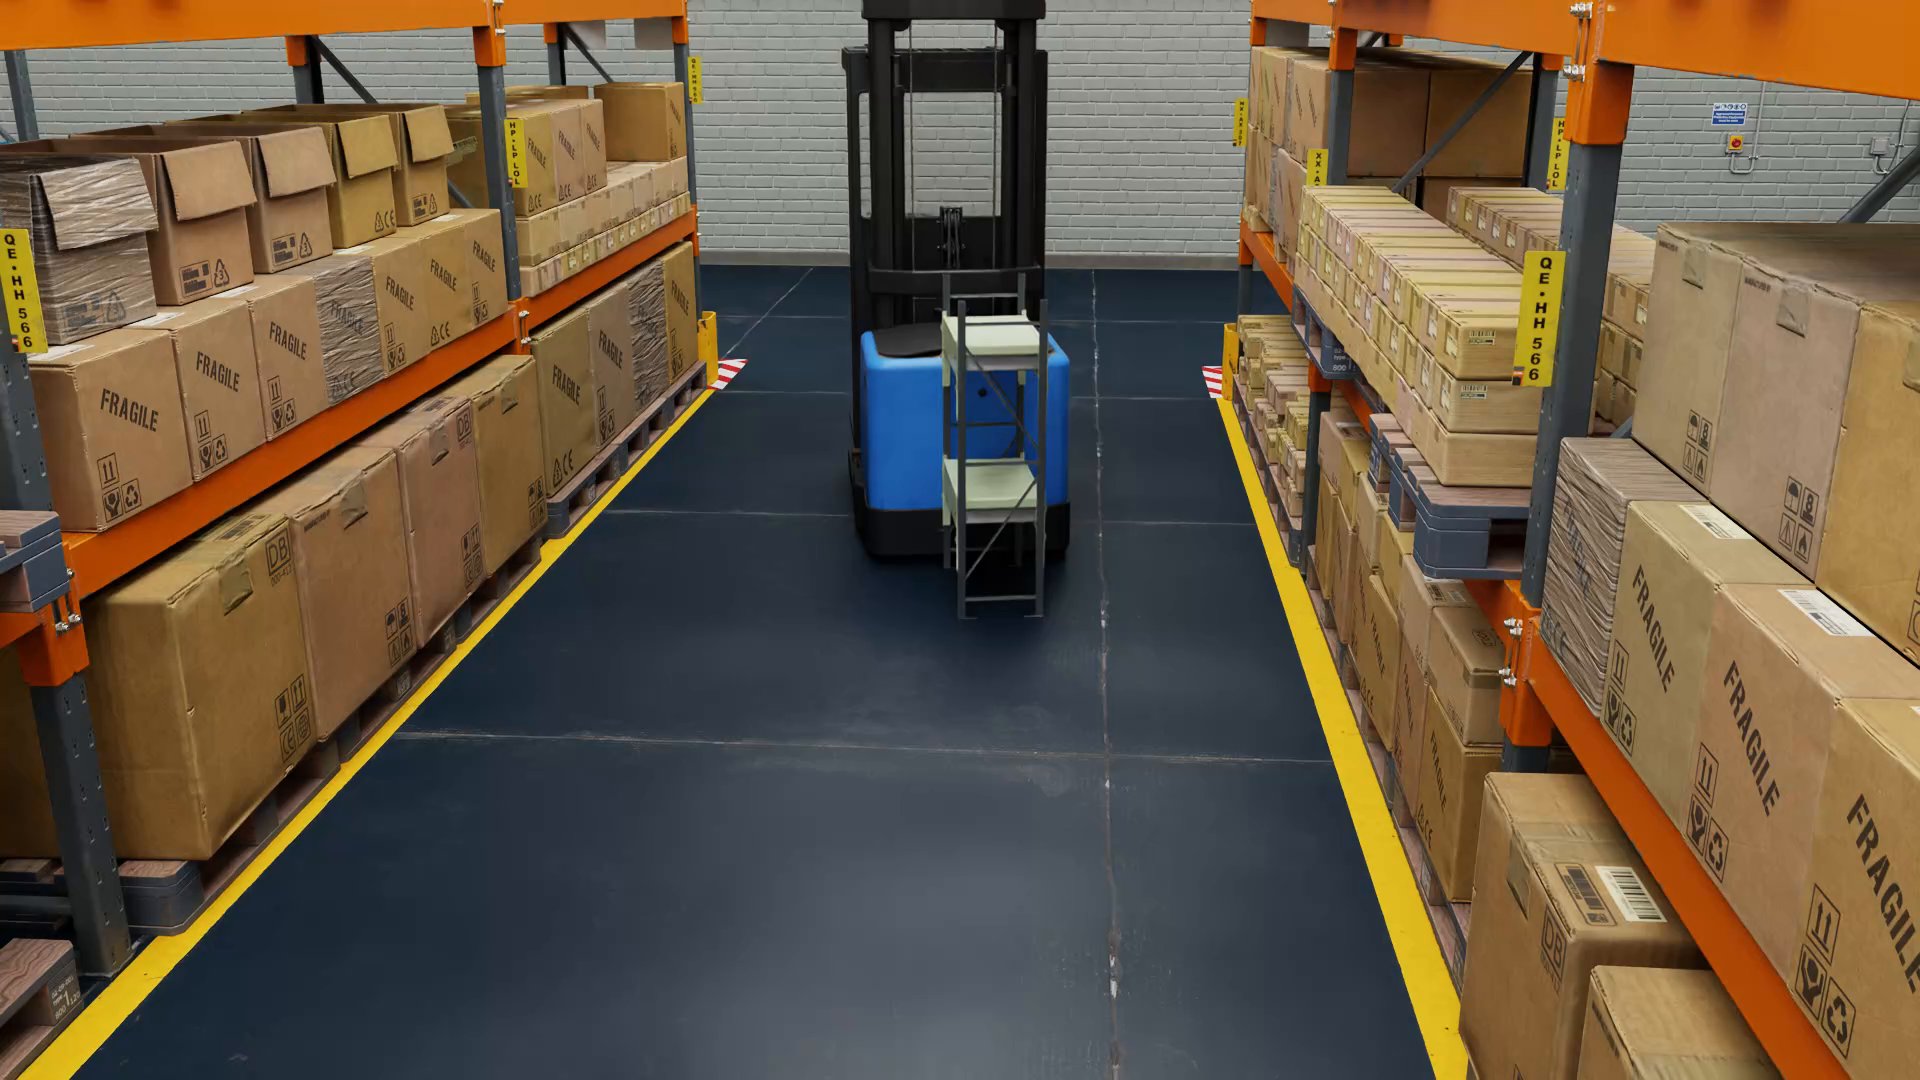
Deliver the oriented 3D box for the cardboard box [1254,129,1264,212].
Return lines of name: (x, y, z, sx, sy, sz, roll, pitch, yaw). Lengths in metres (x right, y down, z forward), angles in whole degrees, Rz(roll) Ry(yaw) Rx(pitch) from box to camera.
cardboard box: (2.184, -2.379, 10.729, 0.500, 0.500, 0.500, 1, 18, 4)

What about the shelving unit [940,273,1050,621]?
shelving unit: (0.153, -0.457, 7.908, 0.431, 1.500, 0.755, -2, 18, -5)

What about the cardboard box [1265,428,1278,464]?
cardboard box: (1.980, -0.544, 9.670, 0.380, 0.149, 0.250, 1, 18, 4)

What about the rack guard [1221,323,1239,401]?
rack guard: (2.499, -1.279, 12.024, 1.175, 0.500, 0.348, 1, 18, 4)

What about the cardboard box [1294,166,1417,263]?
cardboard box: (1.971, -1.594, 8.331, 0.500, 0.500, 0.500, 1, 18, 4)

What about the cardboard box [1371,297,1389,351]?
cardboard box: (1.585, -0.711, 5.526, 0.380, 0.149, 0.250, 1, 18, 4)

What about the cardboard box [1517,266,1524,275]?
cardboard box: (2.295, -0.932, 6.202, 0.380, 0.149, 0.250, 1, 18, 4)

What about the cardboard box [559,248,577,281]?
cardboard box: (-2.332, -1.519, 9.145, 0.380, 0.149, 0.250, 2, 18, 6)

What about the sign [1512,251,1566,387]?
sign: (1.389, -0.528, 3.984, 0.100, 0.325, 0.005, 1, 18, 4)

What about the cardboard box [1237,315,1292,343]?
cardboard box: (2.128, -1.463, 11.519, 0.380, 0.149, 0.250, 0, 18, 1)

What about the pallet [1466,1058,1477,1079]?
pallet: (1.799, 1.562, 3.816, 1.003, 0.211, 1.213, 1, 18, 4)

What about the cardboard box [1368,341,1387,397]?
cardboard box: (1.585, -0.568, 5.567, 0.380, 0.149, 0.250, 0, 18, 1)

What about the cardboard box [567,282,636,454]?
cardboard box: (-2.530, -1.063, 10.088, 0.875, 0.875, 0.875, 1, 18, 4)

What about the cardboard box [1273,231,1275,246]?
cardboard box: (2.133, -1.872, 10.223, 0.380, 0.149, 0.250, 1, 18, 3)

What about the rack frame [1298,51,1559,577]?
rack frame: (2.218, -1.248, 7.915, 1.000, 3.000, 0.127, 1, 18, 4)

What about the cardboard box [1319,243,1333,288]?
cardboard box: (1.678, -1.116, 6.764, 0.380, 0.149, 0.250, 1, 18, 2)

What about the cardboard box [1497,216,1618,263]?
cardboard box: (2.305, -1.161, 6.421, 0.380, 0.149, 0.250, 1, 18, 2)

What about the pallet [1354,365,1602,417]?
pallet: (2.032, -0.531, 6.033, 1.003, 0.211, 1.213, 1, 18, 4)

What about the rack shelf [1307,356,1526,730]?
rack shelf: (2.075, -0.285, 6.132, 1.077, 0.370, 4.000, 1, 18, 4)

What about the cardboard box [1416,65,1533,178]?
cardboard box: (2.493, -2.047, 8.109, 0.500, 0.500, 0.500, 2, 18, 5)

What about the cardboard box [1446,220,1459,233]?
cardboard box: (2.386, -1.342, 7.452, 0.380, 0.149, 0.250, 2, 18, 6)

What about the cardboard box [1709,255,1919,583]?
cardboard box: (1.854, -0.232, 3.048, 0.700, 0.500, 0.500, 1, 18, 3)

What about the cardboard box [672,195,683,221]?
cardboard box: (-2.149, -2.315, 11.573, 0.380, 0.149, 0.250, 1, 18, 4)

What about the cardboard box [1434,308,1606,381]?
cardboard box: (1.509, -0.531, 4.501, 0.380, 0.149, 0.250, 1, 18, 2)

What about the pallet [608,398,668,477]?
pallet: (-2.505, -0.680, 10.658, 1.003, 0.211, 1.213, 1, 18, 4)

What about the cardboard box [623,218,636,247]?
cardboard box: (-2.242, -1.921, 10.371, 0.380, 0.149, 0.250, 2, 18, 5)

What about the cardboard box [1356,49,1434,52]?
cardboard box: (2.684, -2.850, 10.558, 0.500, 0.500, 0.500, 1, 18, 2)

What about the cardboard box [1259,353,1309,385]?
cardboard box: (2.054, -1.054, 10.270, 0.380, 0.149, 0.250, 2, 18, 5)

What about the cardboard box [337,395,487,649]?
cardboard box: (-2.811, -0.103, 7.159, 1.225, 0.875, 0.875, 1, 18, 2)

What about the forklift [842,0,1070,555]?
forklift: (-0.095, -1.727, 9.488, 1.130, 2.935, 3.031, -2, 18, -5)

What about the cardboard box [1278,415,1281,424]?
cardboard box: (2.086, -0.745, 9.807, 0.380, 0.149, 0.250, 0, 18, 1)

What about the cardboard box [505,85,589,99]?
cardboard box: (-2.775, -2.761, 11.090, 0.500, 0.500, 0.500, 1, 18, 3)

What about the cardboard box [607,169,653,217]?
cardboard box: (-2.279, -2.231, 10.677, 0.500, 0.250, 0.500, 1, 18, 2)

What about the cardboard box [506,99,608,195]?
cardboard box: (-2.357, -2.274, 9.606, 0.500, 0.500, 0.500, 1, 18, 2)

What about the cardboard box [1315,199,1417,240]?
cardboard box: (1.696, -1.333, 6.947, 0.380, 0.149, 0.250, 1, 18, 4)

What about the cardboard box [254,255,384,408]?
cardboard box: (-2.597, -0.815, 6.433, 0.500, 0.500, 0.500, 1, 18, 4)

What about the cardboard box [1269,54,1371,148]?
cardboard box: (2.085, -2.545, 9.628, 0.500, 0.500, 0.500, 1, 18, 2)

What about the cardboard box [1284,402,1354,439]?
cardboard box: (1.973, -0.650, 9.037, 0.380, 0.149, 0.250, 1, 18, 3)

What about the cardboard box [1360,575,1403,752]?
cardboard box: (1.780, 0.446, 6.083, 0.500, 0.500, 0.500, 0, 18, 1)

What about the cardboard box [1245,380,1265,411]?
cardboard box: (2.072, -0.942, 10.886, 0.380, 0.149, 0.250, 2, 18, 5)

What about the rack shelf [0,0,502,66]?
rack shelf: (-2.865, -1.853, 6.098, 1.077, 0.370, 4.000, 1, 18, 4)

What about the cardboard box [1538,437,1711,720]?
cardboard box: (1.630, 0.080, 3.701, 0.500, 0.500, 0.500, 1, 18, 5)

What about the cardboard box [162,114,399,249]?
cardboard box: (-2.820, -1.503, 6.921, 0.797, 0.503, 0.637, 1, 18, 5)

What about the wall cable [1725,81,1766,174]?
wall cable: (7.830, -4.661, 16.648, 0.585, 1.953, 0.123, 1, 18, 4)

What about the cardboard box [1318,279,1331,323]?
cardboard box: (1.676, -0.975, 6.809, 0.380, 0.149, 0.250, 1, 18, 4)

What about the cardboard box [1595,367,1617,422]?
cardboard box: (2.221, -0.472, 5.274, 0.380, 0.149, 0.250, 2, 18, 6)

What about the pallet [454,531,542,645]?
pallet: (-2.702, 0.176, 8.047, 1.003, 0.211, 1.213, 1, 18, 4)

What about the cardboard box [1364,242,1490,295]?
cardboard box: (1.604, -0.933, 5.726, 0.380, 0.149, 0.250, 2, 18, 7)

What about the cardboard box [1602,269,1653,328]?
cardboard box: (2.216, -0.750, 5.168, 0.380, 0.149, 0.250, 1, 18, 2)

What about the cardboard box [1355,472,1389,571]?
cardboard box: (1.825, -0.069, 6.452, 0.500, 0.250, 0.500, 2, 18, 6)

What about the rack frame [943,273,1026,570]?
rack frame: (0.117, -0.570, 8.254, 0.400, 1.500, 0.023, -2, 18, -5)
